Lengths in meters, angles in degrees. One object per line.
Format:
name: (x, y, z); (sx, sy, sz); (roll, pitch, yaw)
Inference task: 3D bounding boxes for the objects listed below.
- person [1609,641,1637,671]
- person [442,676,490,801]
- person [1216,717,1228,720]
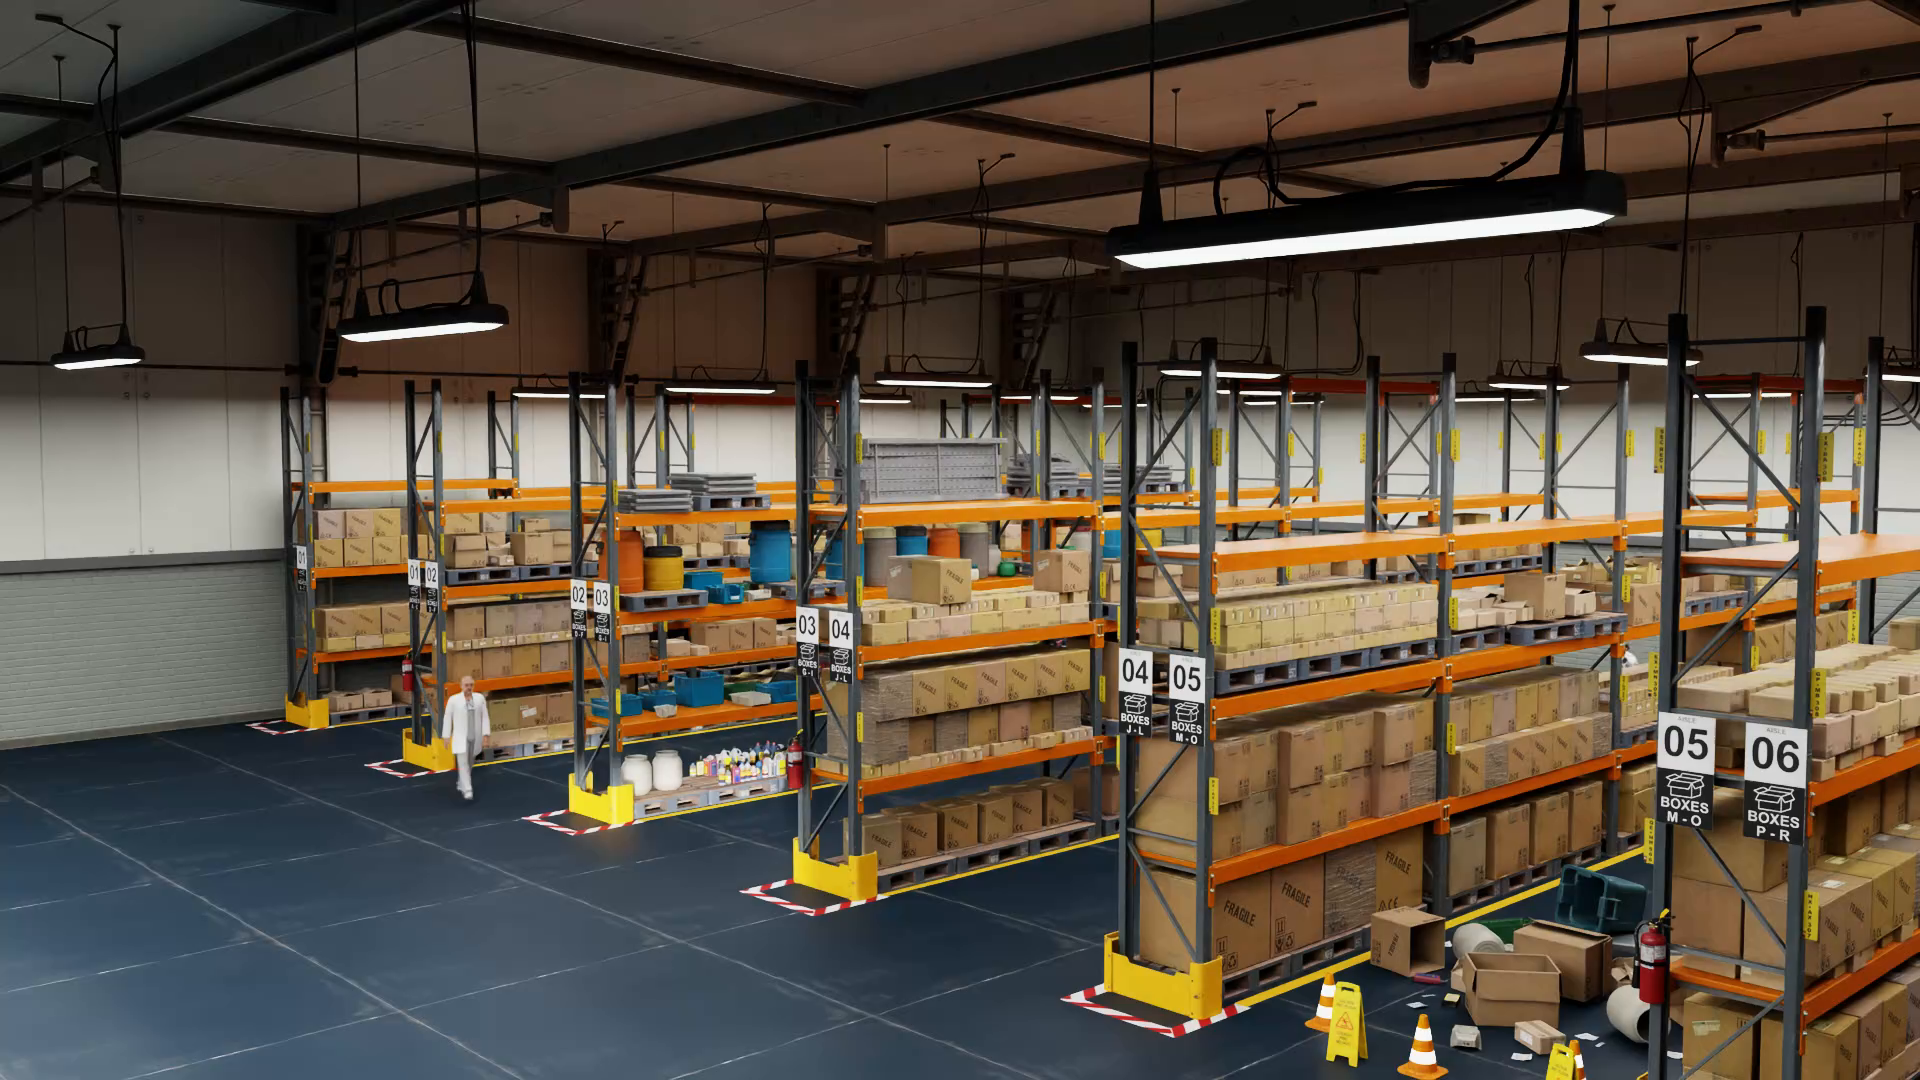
person: (11.494, 2.500, 28.840); (1.043, 1.602, 0.541); (-3, 5, -44)
person: (-6.917, 2.786, 23.431); (0.610, 1.709, 1.099); (-3, 5, -41)
person: (3.155, 2.963, 20.665); (0.565, 1.723, 1.019); (3, 5, 42)
